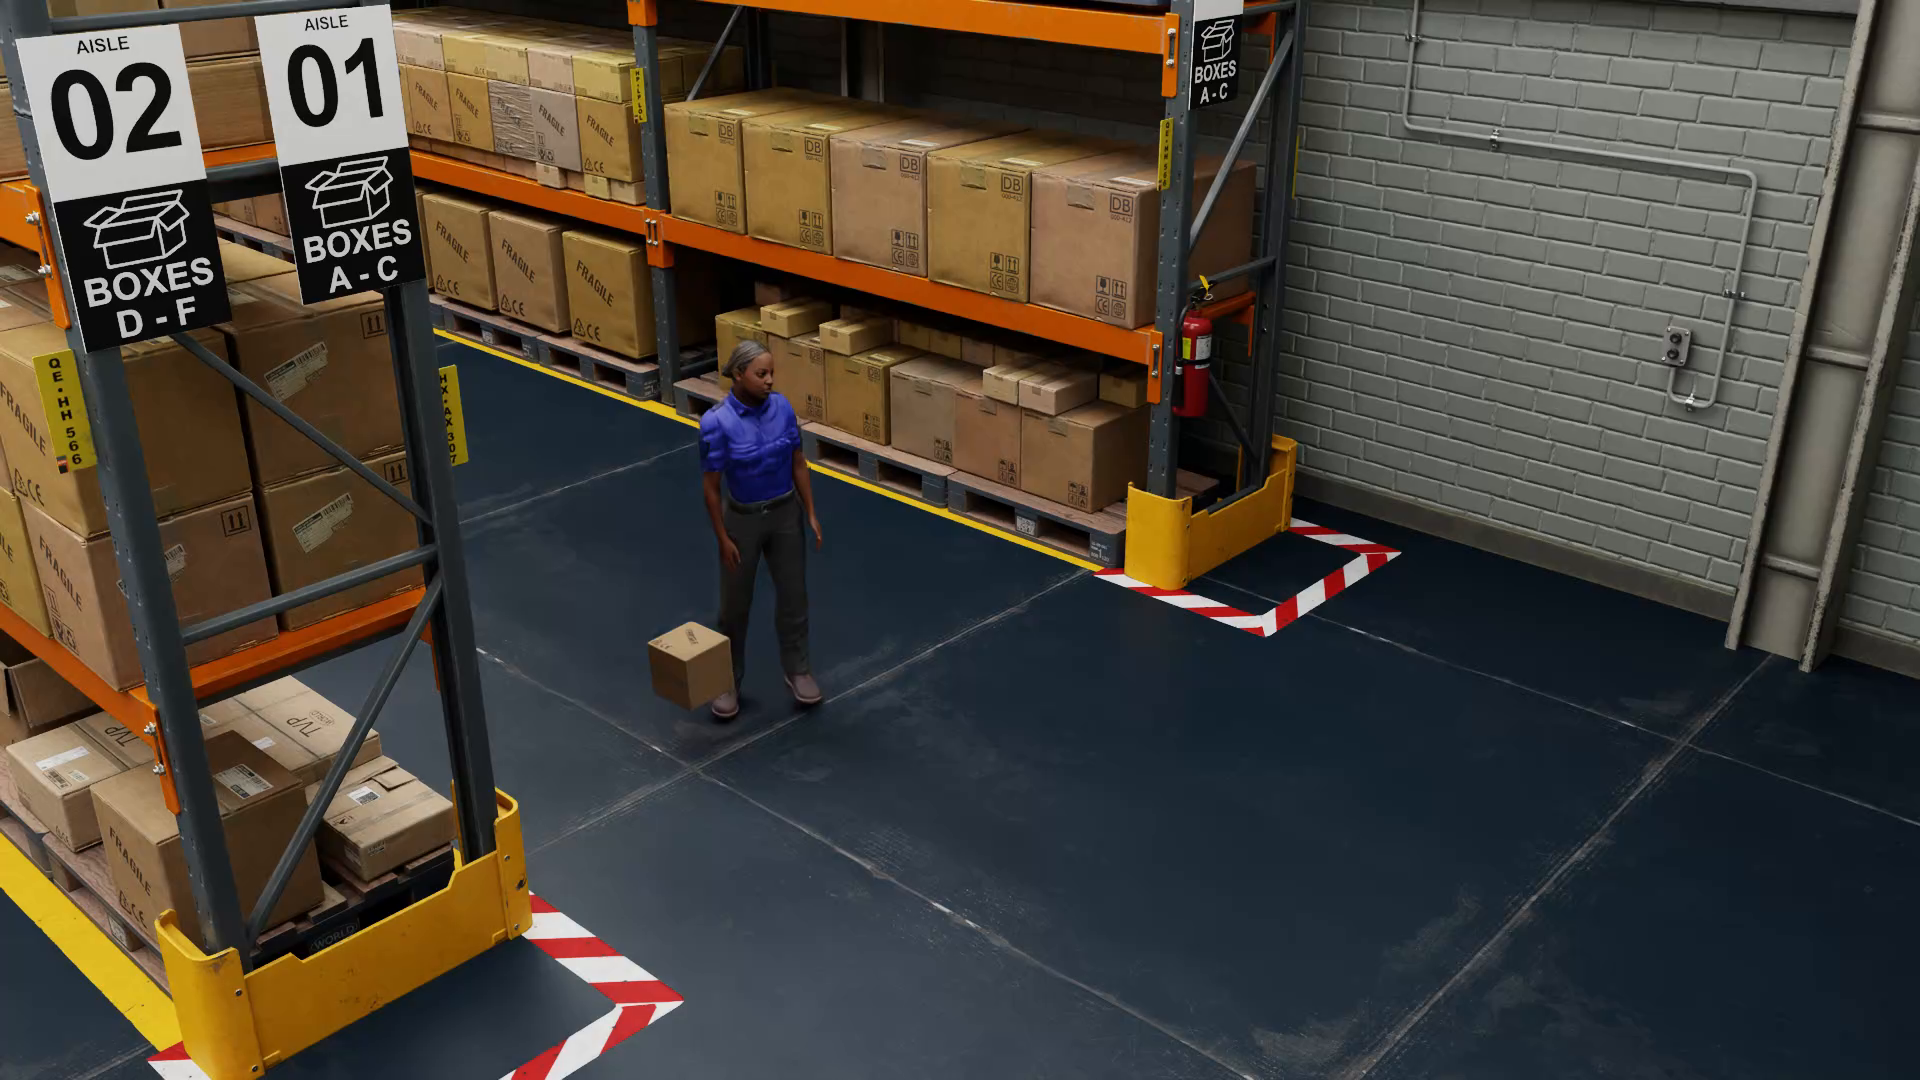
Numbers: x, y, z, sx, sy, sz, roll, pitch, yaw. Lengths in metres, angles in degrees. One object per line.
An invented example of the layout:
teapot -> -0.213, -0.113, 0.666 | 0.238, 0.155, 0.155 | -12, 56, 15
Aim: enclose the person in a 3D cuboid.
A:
person -> -0.867, -0.038, 7.134 | 0.531, 1.667, 0.402 | -14, 28, -29
